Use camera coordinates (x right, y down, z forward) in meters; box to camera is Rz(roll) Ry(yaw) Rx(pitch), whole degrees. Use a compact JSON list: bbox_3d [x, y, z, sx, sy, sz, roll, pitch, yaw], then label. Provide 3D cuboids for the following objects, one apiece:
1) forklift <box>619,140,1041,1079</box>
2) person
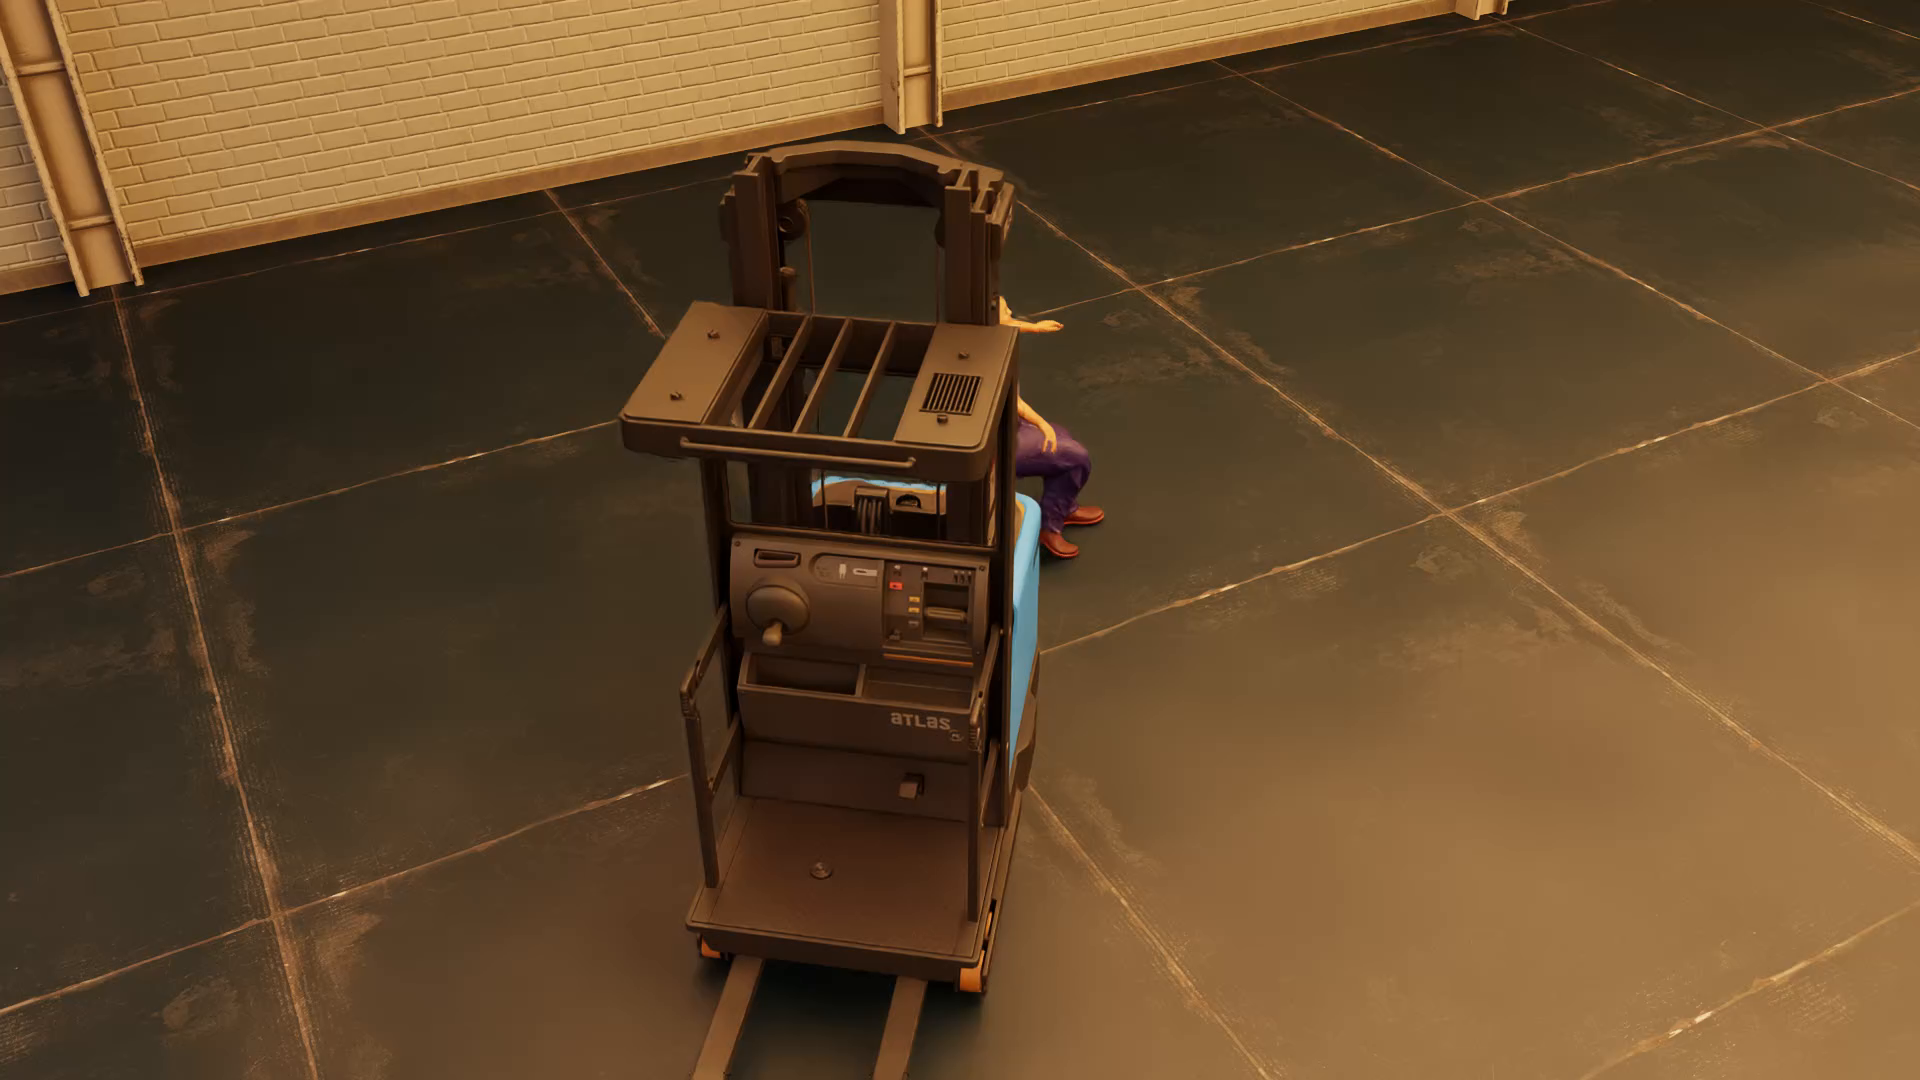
[{"bbox_3d":[-0.394,0.277,5.732,1.130,2.935,3.031,6,36,8],"label":"forklift"},{"bbox_3d":[0.394,-0.592,8.264,0.802,1.413,0.995,-10,36,-13],"label":"person"}]
